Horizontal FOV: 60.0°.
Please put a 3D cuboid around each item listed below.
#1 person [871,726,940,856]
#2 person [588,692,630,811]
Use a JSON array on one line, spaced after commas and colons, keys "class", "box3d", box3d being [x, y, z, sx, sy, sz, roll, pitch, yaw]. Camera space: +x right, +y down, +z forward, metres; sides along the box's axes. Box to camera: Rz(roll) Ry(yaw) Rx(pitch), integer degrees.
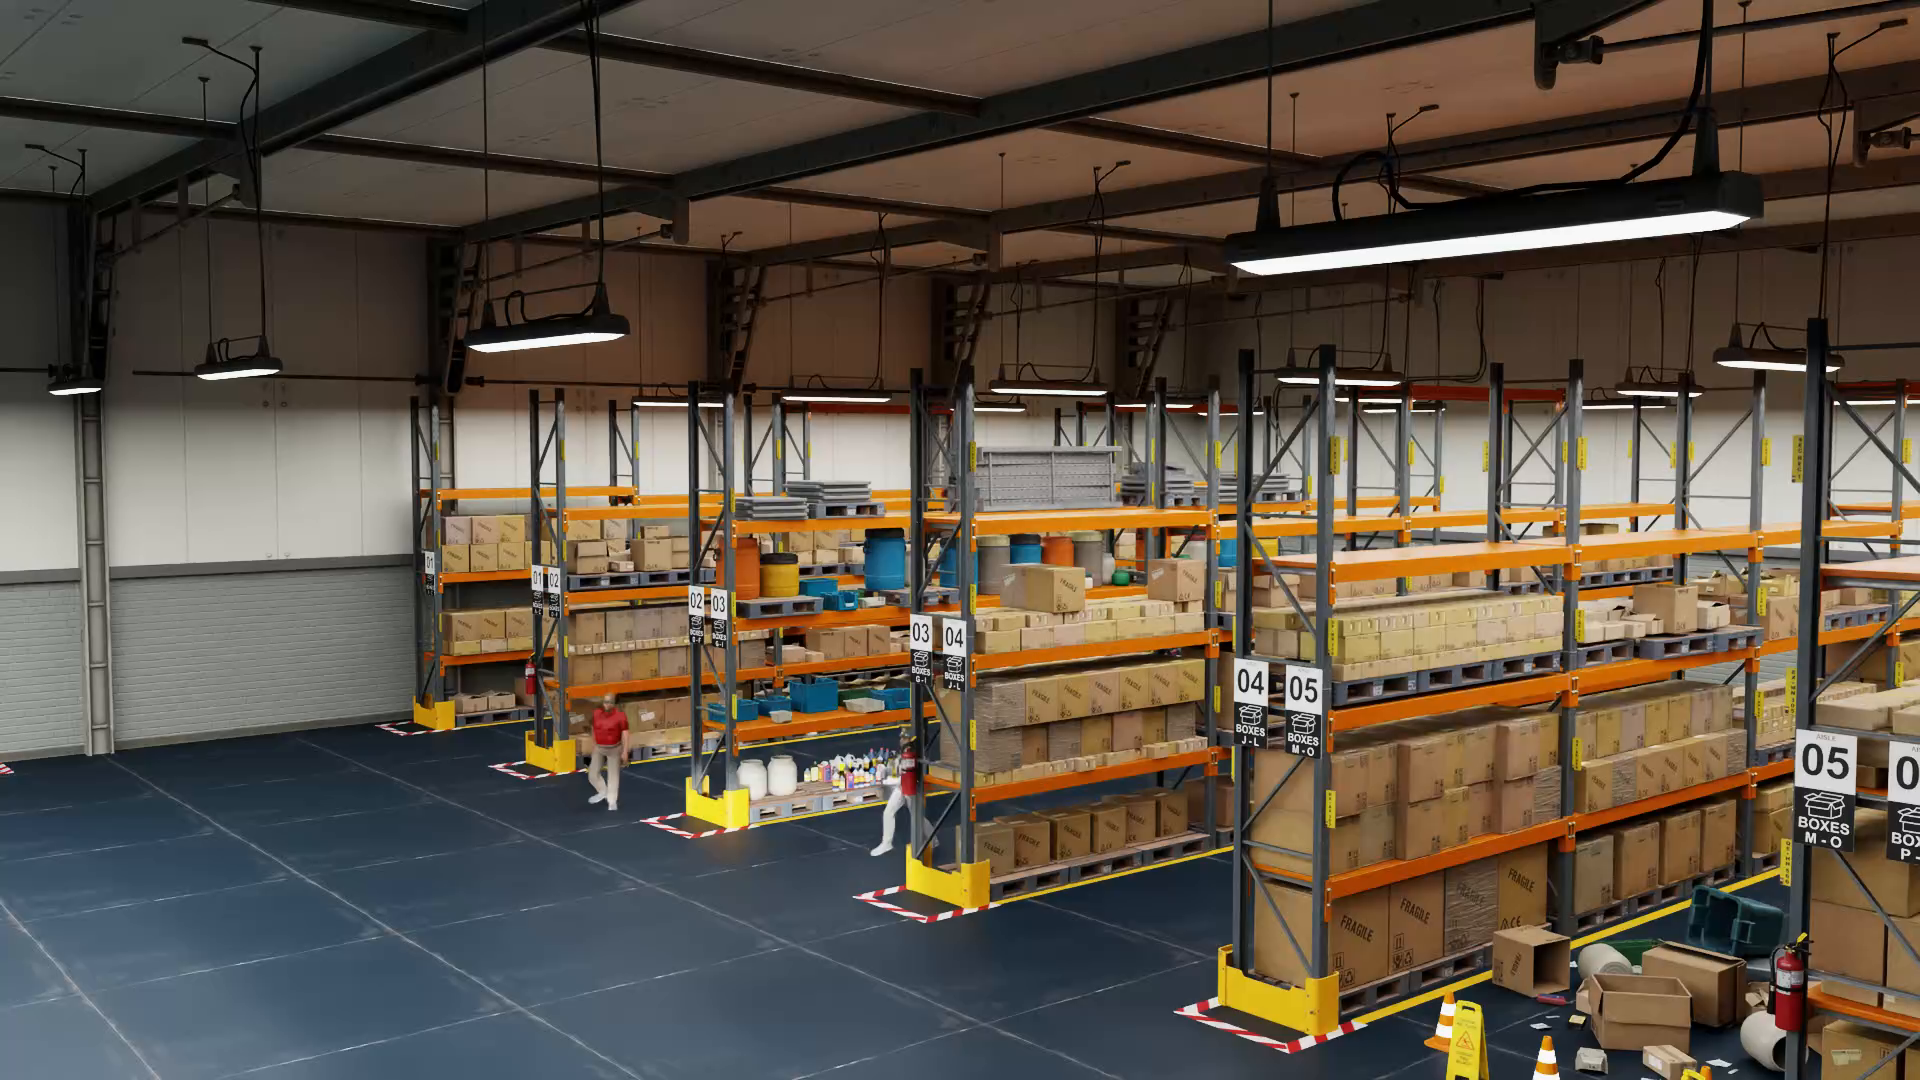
[{"class": "person", "box3d": [-0.608, 3.100, 20.547, 0.845, 1.659, 0.653, -2, 4, -26]}, {"class": "person", "box3d": [-4.930, 2.952, 23.348, 0.708, 1.693, 0.583, 1, 3, 9]}]
